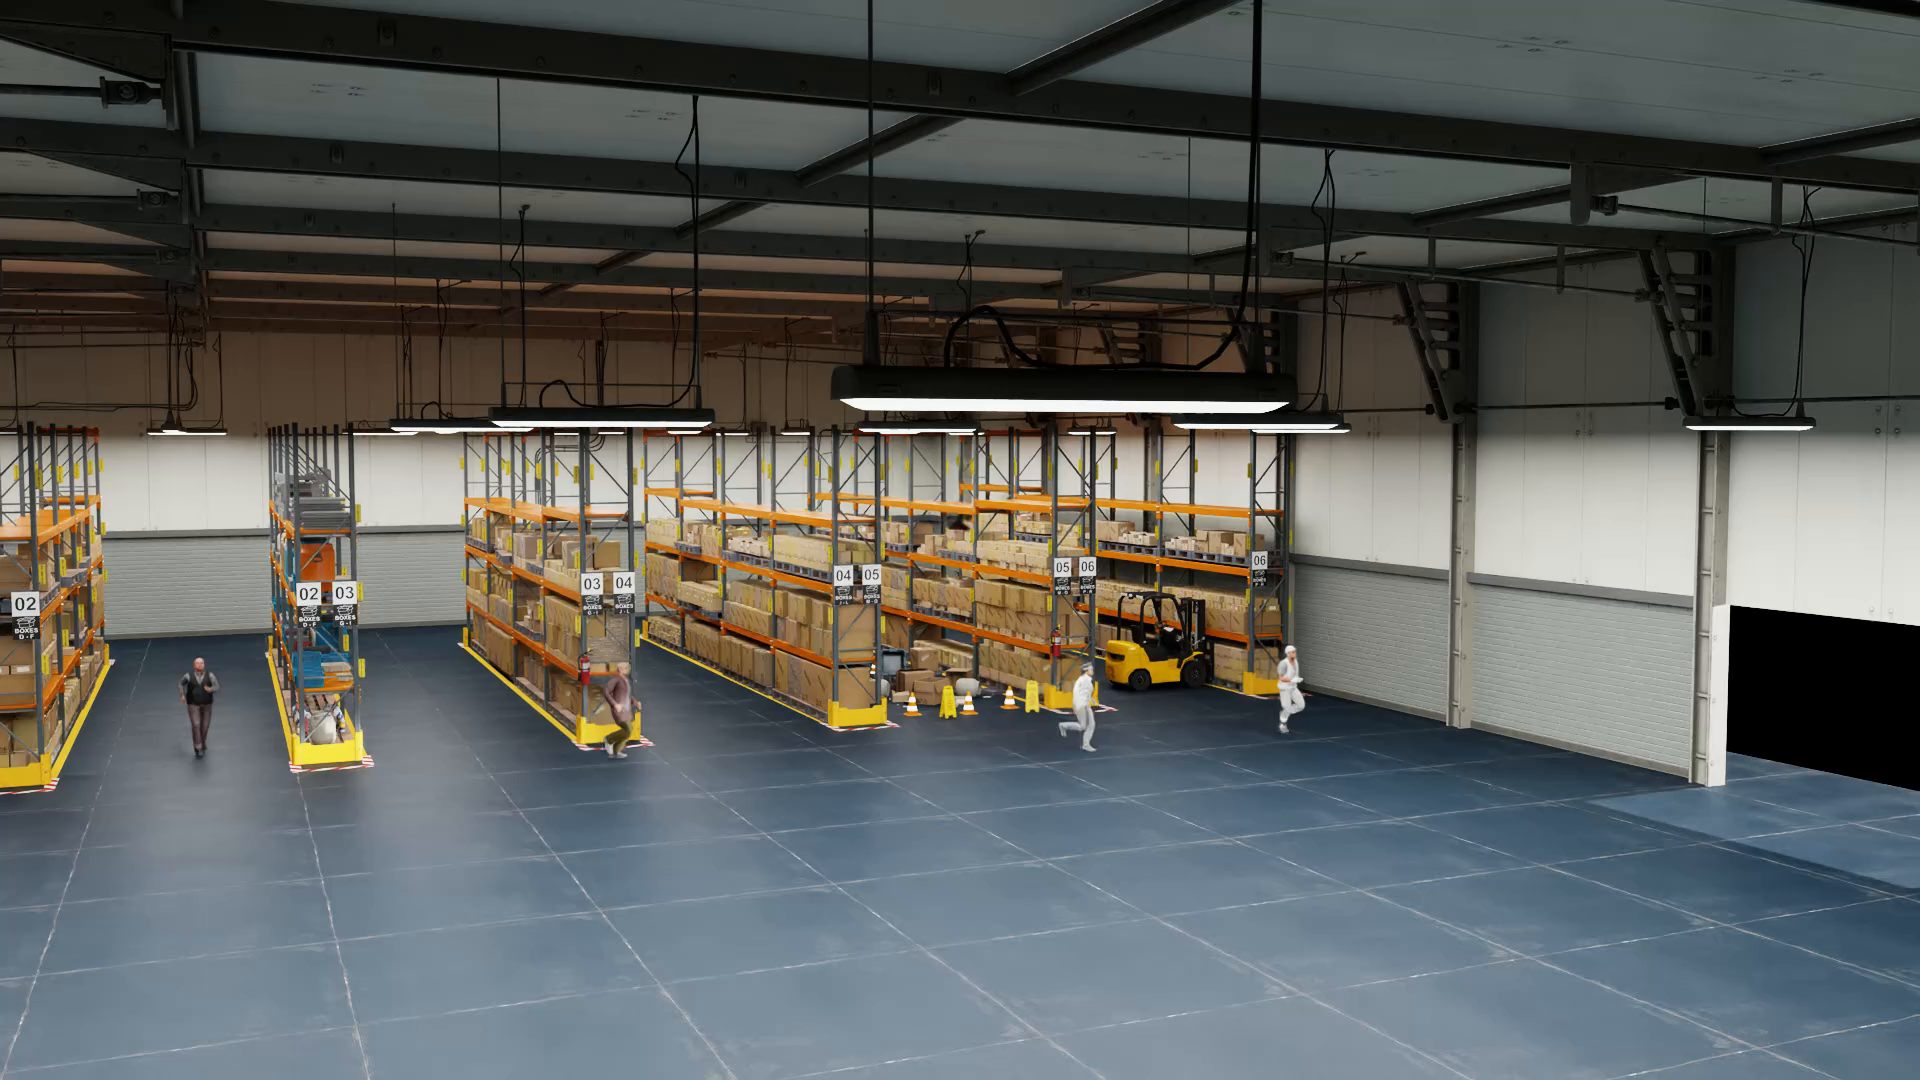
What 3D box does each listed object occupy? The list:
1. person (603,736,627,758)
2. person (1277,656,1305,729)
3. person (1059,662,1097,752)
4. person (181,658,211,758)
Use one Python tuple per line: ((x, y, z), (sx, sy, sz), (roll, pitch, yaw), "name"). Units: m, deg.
((-6.175, 3.704, 29.741), (0.445, 0.418, 0.248), (1, 4, 16), "person")
((6.426, 2.967, 32.085), (0.698, 1.444, 0.596), (-3, 5, -40), "person")
((2.173, 3.059, 30.554), (0.726, 1.651, 0.498), (1, 4, 23), "person")
((-13.775, 3.000, 30.013), (0.502, 1.734, 0.904), (-2, 4, -35), "person")
